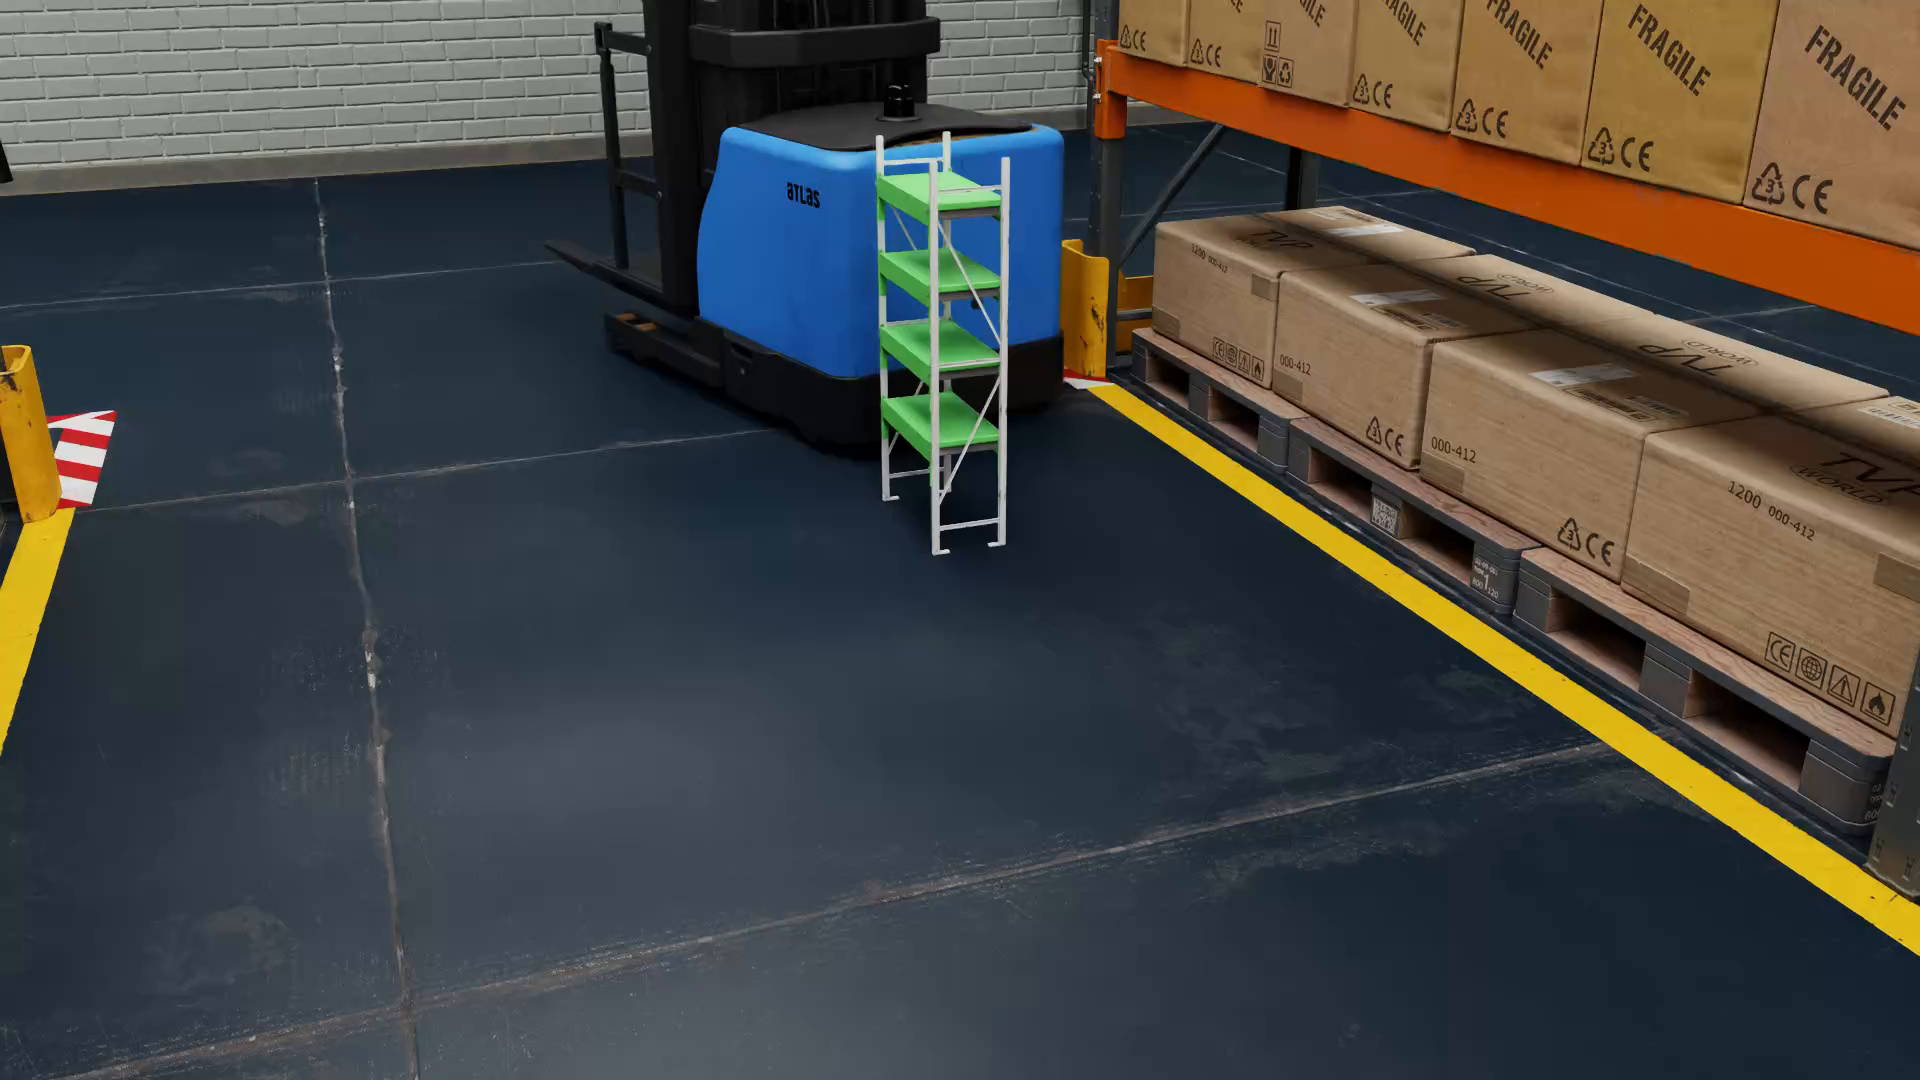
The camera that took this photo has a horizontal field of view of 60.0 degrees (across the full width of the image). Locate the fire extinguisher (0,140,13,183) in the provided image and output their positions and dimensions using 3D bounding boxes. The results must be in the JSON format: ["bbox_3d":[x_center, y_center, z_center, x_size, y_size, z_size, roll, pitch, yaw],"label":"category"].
[{"bbox_3d":[-3.241,-1.404,5.299,0.296,0.674,0.183,-8,24,-19],"label":"fire extinguisher"}]

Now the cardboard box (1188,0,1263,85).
[{"bbox_3d":[1.117,-1.825,5.589,0.500,0.500,0.500,-9,24,-20],"label":"cardboard box"}]

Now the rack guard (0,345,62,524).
[{"bbox_3d":[-3.557,-0.277,5.264,1.175,0.500,0.348,-8,24,-19],"label":"rack guard"}]

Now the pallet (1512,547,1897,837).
[{"bbox_3d":[2.229,0.279,4.317,1.003,0.211,1.213,-8,24,-19],"label":"pallet"}]

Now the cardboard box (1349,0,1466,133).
[{"bbox_3d":[1.473,-1.458,4.718,0.500,0.500,0.500,-8,24,-17],"label":"cardboard box"}]

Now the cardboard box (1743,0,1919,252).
[{"bbox_3d":[2.022,-0.899,3.391,0.500,0.500,0.500,-8,24,-19],"label":"cardboard box"}]

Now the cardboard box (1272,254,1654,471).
[{"bbox_3d":[1.669,-0.628,5.636,0.875,0.438,0.875,-8,24,-18],"label":"cardboard box"}]

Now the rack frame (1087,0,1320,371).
[{"bbox_3d":[1.012,-2.172,6.542,1.000,3.000,0.127,-8,24,-19],"label":"rack frame"}]

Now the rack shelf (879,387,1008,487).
[{"bbox_3d":[-0.058,-0.333,5.278,0.258,0.148,0.480,-8,24,-19],"label":"rack shelf"}]

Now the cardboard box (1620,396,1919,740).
[{"bbox_3d":[2.303,0.025,4.086,0.875,0.438,0.875,-9,24,-20],"label":"cardboard box"}]

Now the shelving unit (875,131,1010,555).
[{"bbox_3d":[-0.058,-0.613,5.160,0.258,1.200,0.503,-8,24,-19],"label":"shelving unit"}]

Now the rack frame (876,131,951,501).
[{"bbox_3d":[-0.145,-0.702,5.370,0.240,1.200,0.015,-8,24,-19],"label":"rack frame"}]

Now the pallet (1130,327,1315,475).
[{"bbox_3d":[1.367,-0.608,6.420,1.003,0.211,1.213,-8,24,-19],"label":"pallet"}]

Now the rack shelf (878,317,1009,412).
[{"bbox_3d":[-0.058,-0.554,5.184,0.258,0.148,0.480,-8,24,-19],"label":"rack shelf"}]

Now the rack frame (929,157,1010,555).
[{"bbox_3d":[0.028,-0.524,4.949,0.240,1.200,0.015,-8,24,-19],"label":"rack frame"}]

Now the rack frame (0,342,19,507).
[{"bbox_3d":[-3.584,-1.457,4.844,1.000,3.000,0.127,-8,24,-19],"label":"rack frame"}]

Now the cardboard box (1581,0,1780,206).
[{"bbox_3d":[1.835,-1.085,3.833,0.500,0.500,0.500,-9,24,-20],"label":"cardboard box"}]

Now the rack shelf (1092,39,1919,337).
[{"bbox_3d":[1.718,-1.114,4.958,1.077,0.370,4.000,-8,24,-19],"label":"rack shelf"}]

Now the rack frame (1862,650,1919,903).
[{"bbox_3d":[2.425,-0.719,3.094,1.000,3.000,0.127,-8,24,-19],"label":"rack frame"}]

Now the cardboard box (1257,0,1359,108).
[{"bbox_3d":[1.280,-1.638,5.144,0.500,0.500,0.500,-8,24,-19],"label":"cardboard box"}]

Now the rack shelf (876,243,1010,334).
[{"bbox_3d":[-0.058,-0.775,5.091,0.258,0.148,0.480,-8,24,-19],"label":"rack shelf"}]

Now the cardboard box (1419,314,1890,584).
[{"bbox_3d":[1.986,-0.300,4.858,0.875,0.438,0.875,-9,25,-21],"label":"cardboard box"}]

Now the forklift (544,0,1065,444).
[{"bbox_3d":[-0.876,-2.201,6.698,1.130,2.935,3.031,-16,28,-33],"label":"forklift"}]

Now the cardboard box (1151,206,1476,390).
[{"bbox_3d":[1.338,-0.959,6.422,0.875,0.438,0.875,-9,25,-21],"label":"cardboard box"}]

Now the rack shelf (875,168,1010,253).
[{"bbox_3d":[-0.058,-0.996,4.998,0.258,0.148,0.480,-8,24,-19],"label":"rack shelf"}]

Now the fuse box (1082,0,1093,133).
[{"bbox_3d":[1.015,-3.860,12.204,0.539,1.711,0.414,-8,24,-19],"label":"fuse box"}]

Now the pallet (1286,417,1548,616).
[{"bbox_3d":[1.794,-0.165,5.370,1.003,0.211,1.213,-8,24,-19],"label":"pallet"}]

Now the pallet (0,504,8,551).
[{"bbox_3d":[-3.303,0.156,4.608,1.003,0.211,1.213,-8,24,-19],"label":"pallet"}]

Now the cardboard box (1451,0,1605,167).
[{"bbox_3d":[1.643,-1.265,4.262,0.500,0.500,0.500,-9,24,-20],"label":"cardboard box"}]

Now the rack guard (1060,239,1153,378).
[{"bbox_3d":[1.003,-1.029,7.049,1.175,0.500,0.348,-8,24,-19],"label":"rack guard"}]

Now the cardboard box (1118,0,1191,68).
[{"bbox_3d":[0.913,-2.005,6.016,0.500,0.500,0.500,-9,24,-19],"label":"cardboard box"}]
